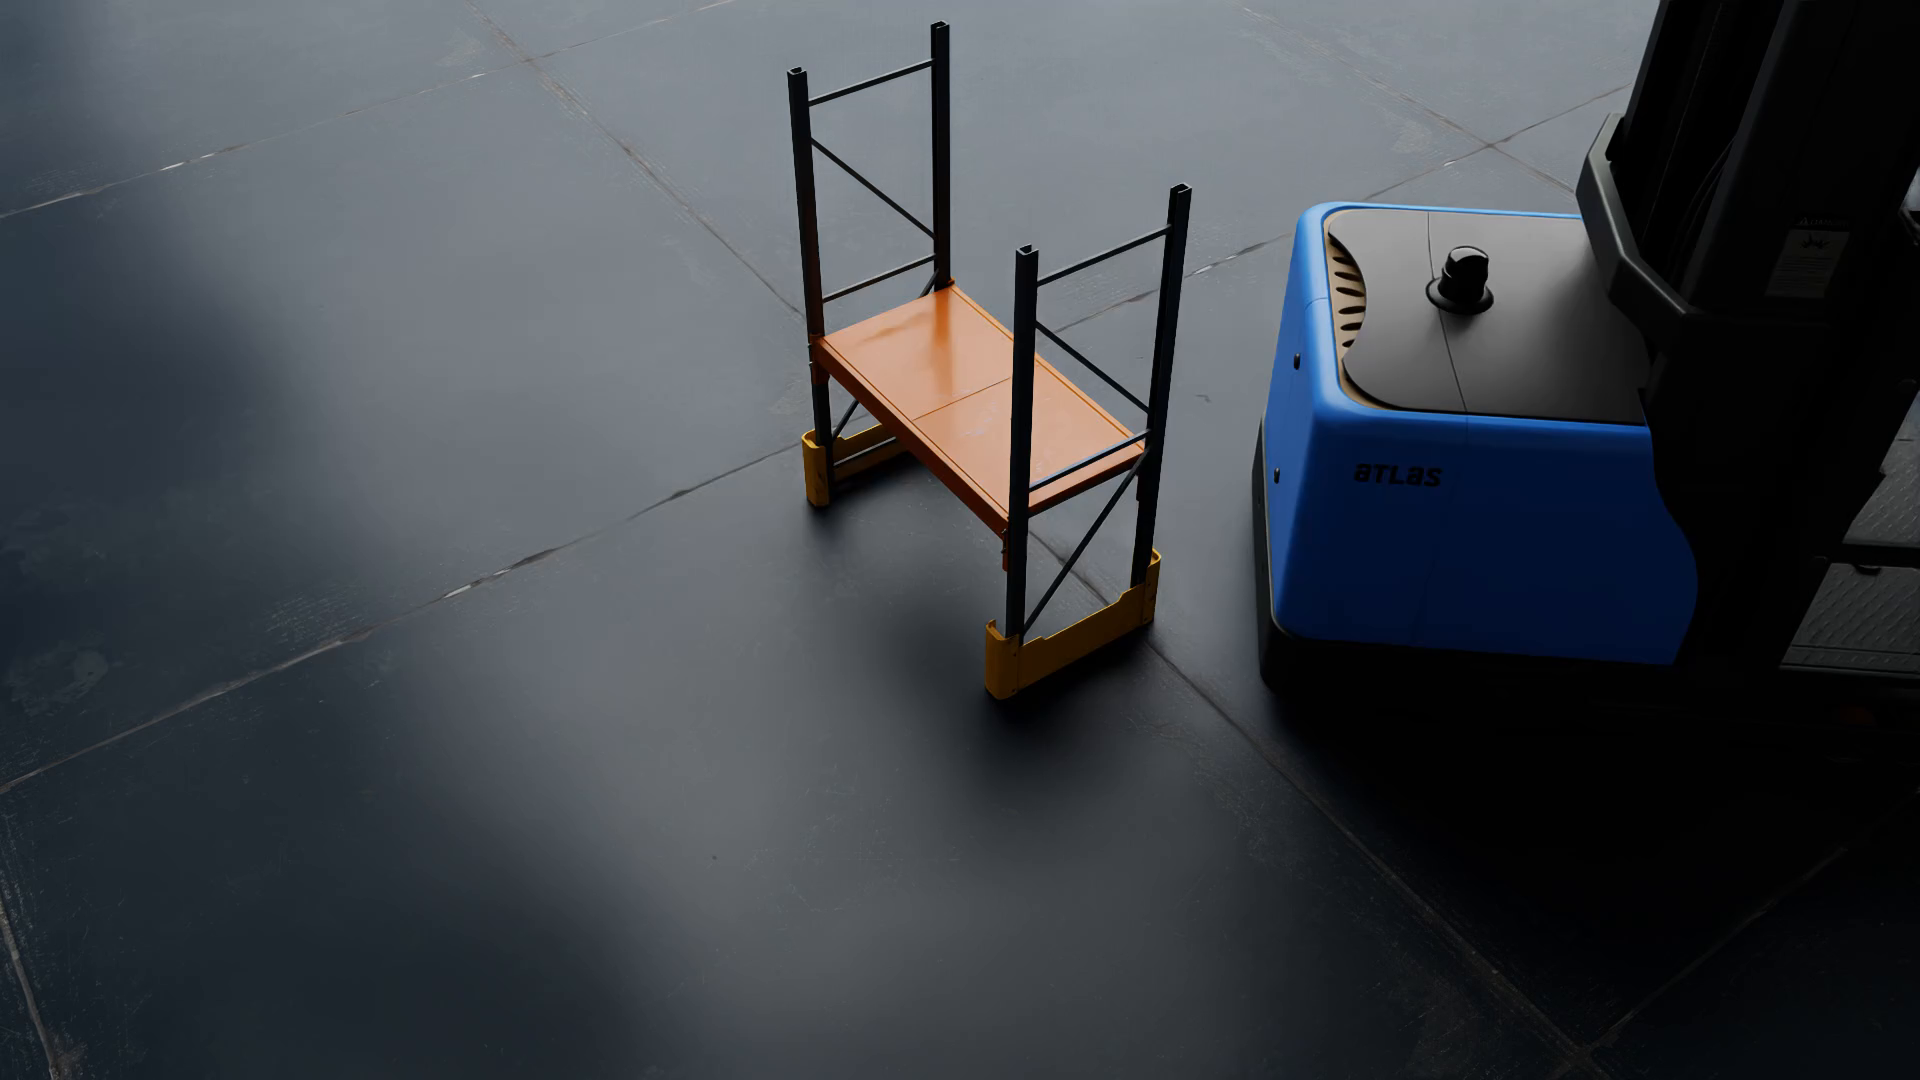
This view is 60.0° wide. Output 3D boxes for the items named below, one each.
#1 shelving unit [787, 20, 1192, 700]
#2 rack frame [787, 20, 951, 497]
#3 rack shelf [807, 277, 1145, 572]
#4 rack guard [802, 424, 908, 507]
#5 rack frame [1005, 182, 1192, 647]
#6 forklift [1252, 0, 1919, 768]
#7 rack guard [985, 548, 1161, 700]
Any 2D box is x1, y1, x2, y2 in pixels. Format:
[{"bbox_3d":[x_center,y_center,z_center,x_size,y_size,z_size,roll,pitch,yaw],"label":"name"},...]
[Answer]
[{"bbox_3d":[0.044,-0.499,4.687,0.587,1.500,1.083,-26,49,-24],"label":"shelving unit"},{"bbox_3d":[-0.242,-0.782,4.983,0.500,1.500,0.032,-26,49,-24],"label":"rack frame"},{"bbox_3d":[0.049,-0.364,4.806,0.538,0.185,1.000,-26,49,-24],"label":"rack shelf"},{"bbox_3d":[-0.241,-0.329,5.414,0.587,0.250,0.087,-26,49,-24],"label":"rack guard"},{"bbox_3d":[0.340,-0.206,4.380,0.500,1.500,0.032,-26,49,-24],"label":"rack frame"},{"bbox_3d":[2.406,-0.819,3.985,3.031,2.935,1.130,4,44,4],"label":"forklift"},{"bbox_3d":[0.329,0.235,4.823,0.587,0.250,0.087,-26,49,-24],"label":"rack guard"}]
